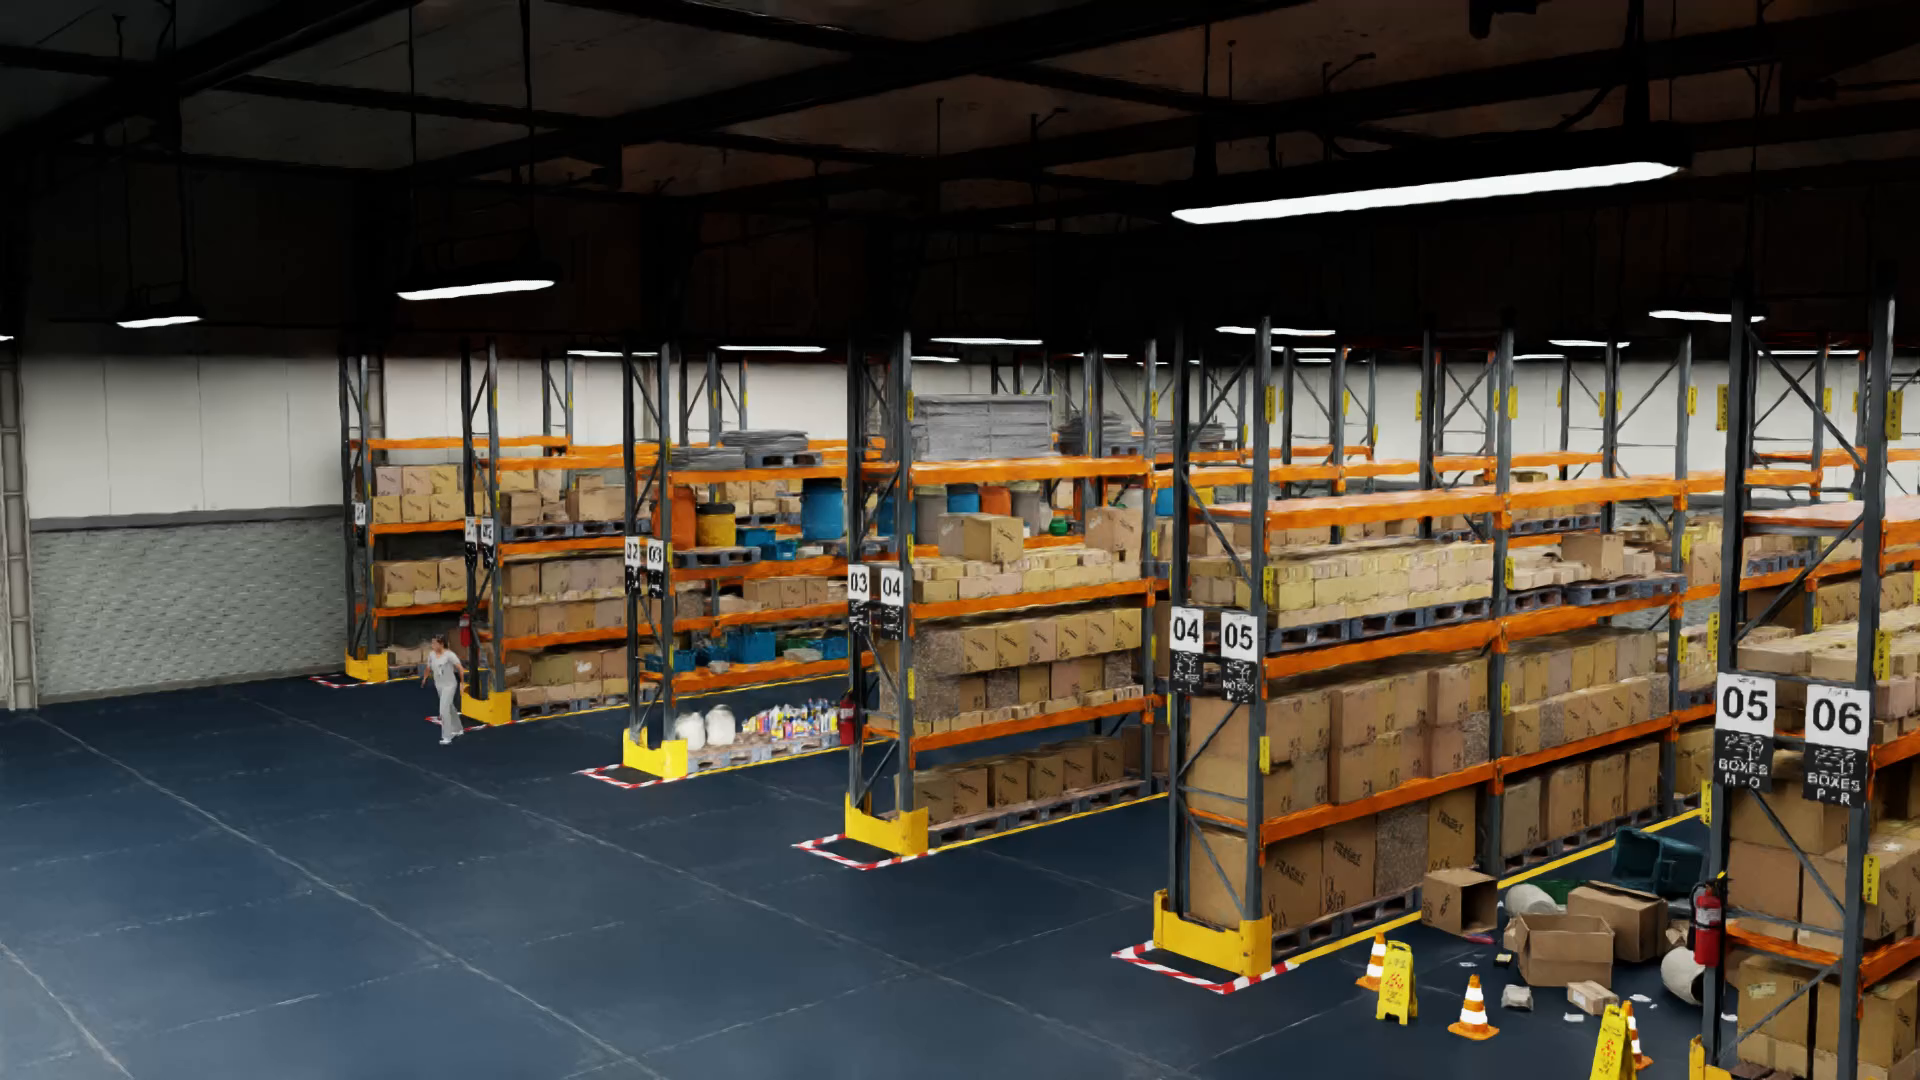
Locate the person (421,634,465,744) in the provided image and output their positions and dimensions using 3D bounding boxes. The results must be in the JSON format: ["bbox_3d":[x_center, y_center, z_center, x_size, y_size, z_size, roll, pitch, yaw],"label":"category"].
[{"bbox_3d":[-7.554,2.167,24.490,0.614,1.604,0.799,3,6,30],"label":"person"}]
